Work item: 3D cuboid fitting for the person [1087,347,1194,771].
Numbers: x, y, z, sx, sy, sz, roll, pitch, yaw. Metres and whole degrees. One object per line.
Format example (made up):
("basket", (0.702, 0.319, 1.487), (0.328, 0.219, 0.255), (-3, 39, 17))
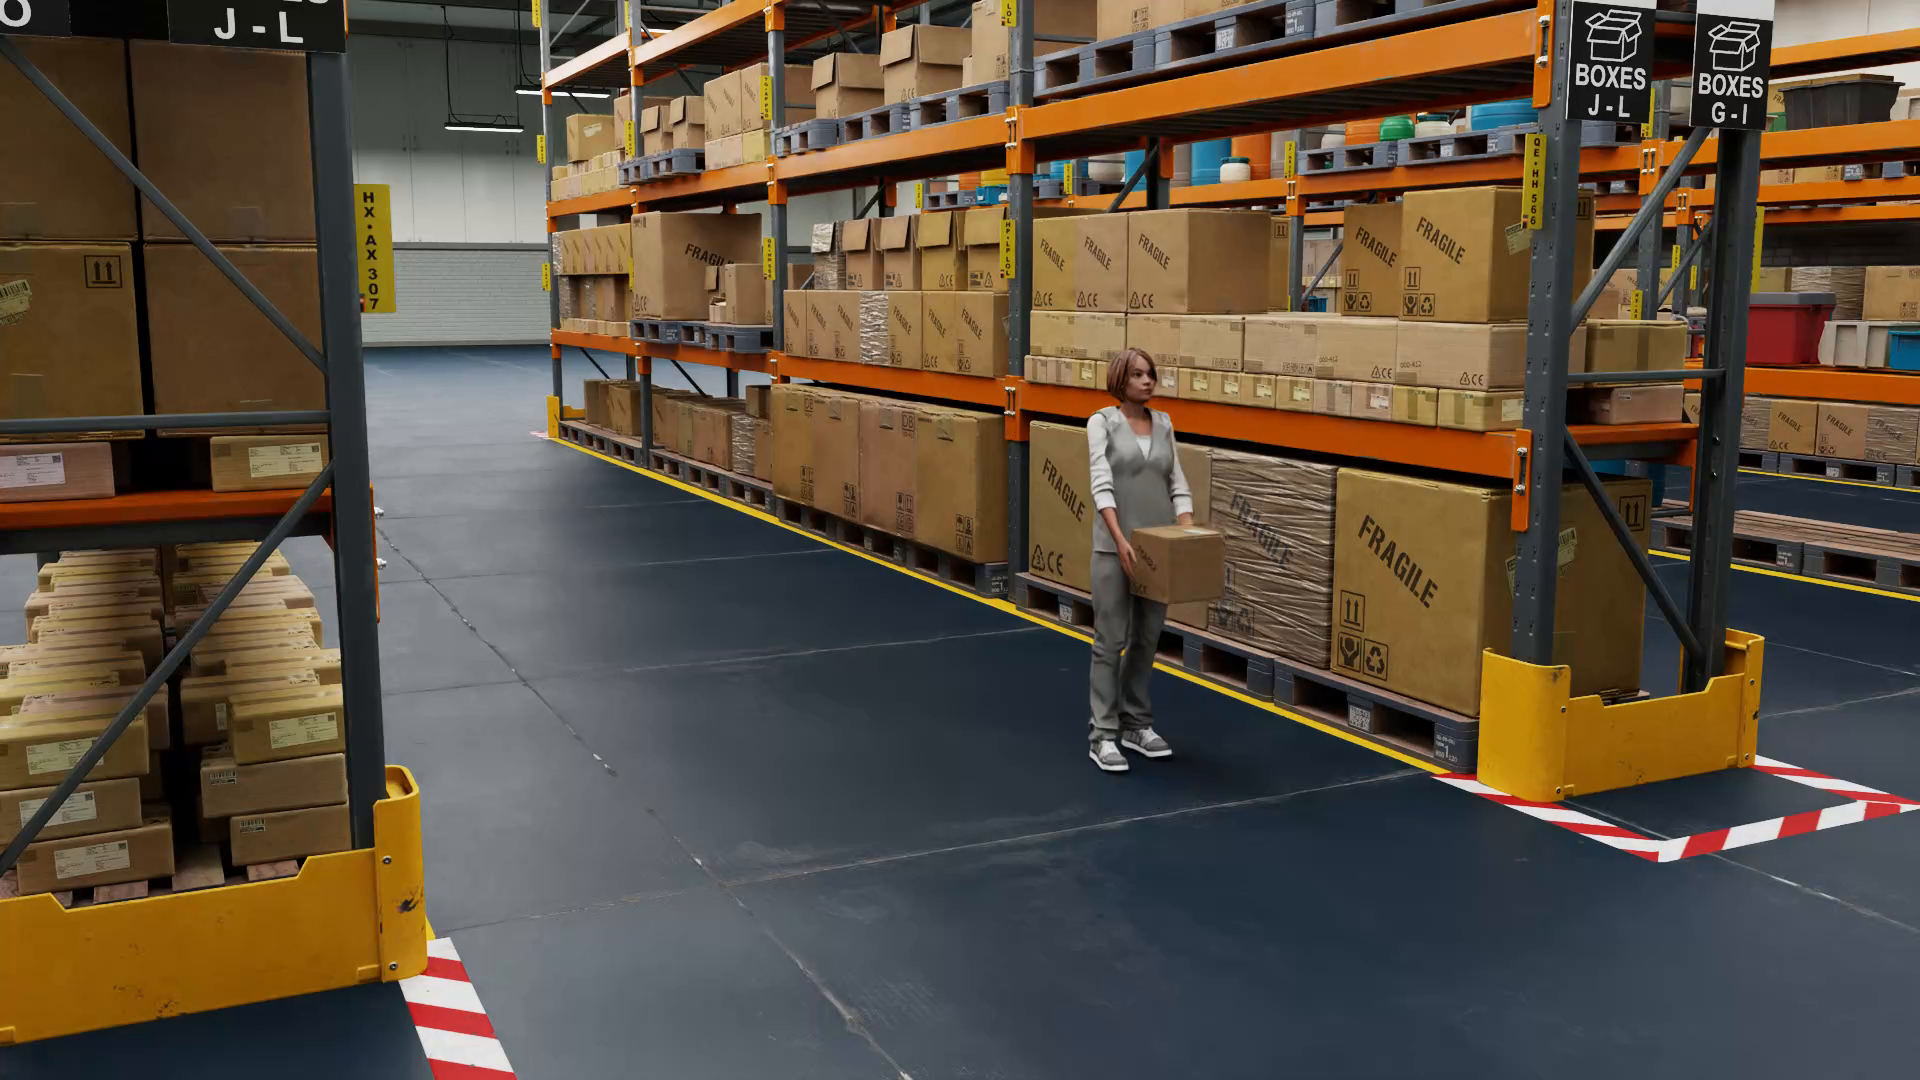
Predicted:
("person", (0.697, 0.062, 6.441), (0.451, 1.601, 0.437), (-4, 9, -23))
